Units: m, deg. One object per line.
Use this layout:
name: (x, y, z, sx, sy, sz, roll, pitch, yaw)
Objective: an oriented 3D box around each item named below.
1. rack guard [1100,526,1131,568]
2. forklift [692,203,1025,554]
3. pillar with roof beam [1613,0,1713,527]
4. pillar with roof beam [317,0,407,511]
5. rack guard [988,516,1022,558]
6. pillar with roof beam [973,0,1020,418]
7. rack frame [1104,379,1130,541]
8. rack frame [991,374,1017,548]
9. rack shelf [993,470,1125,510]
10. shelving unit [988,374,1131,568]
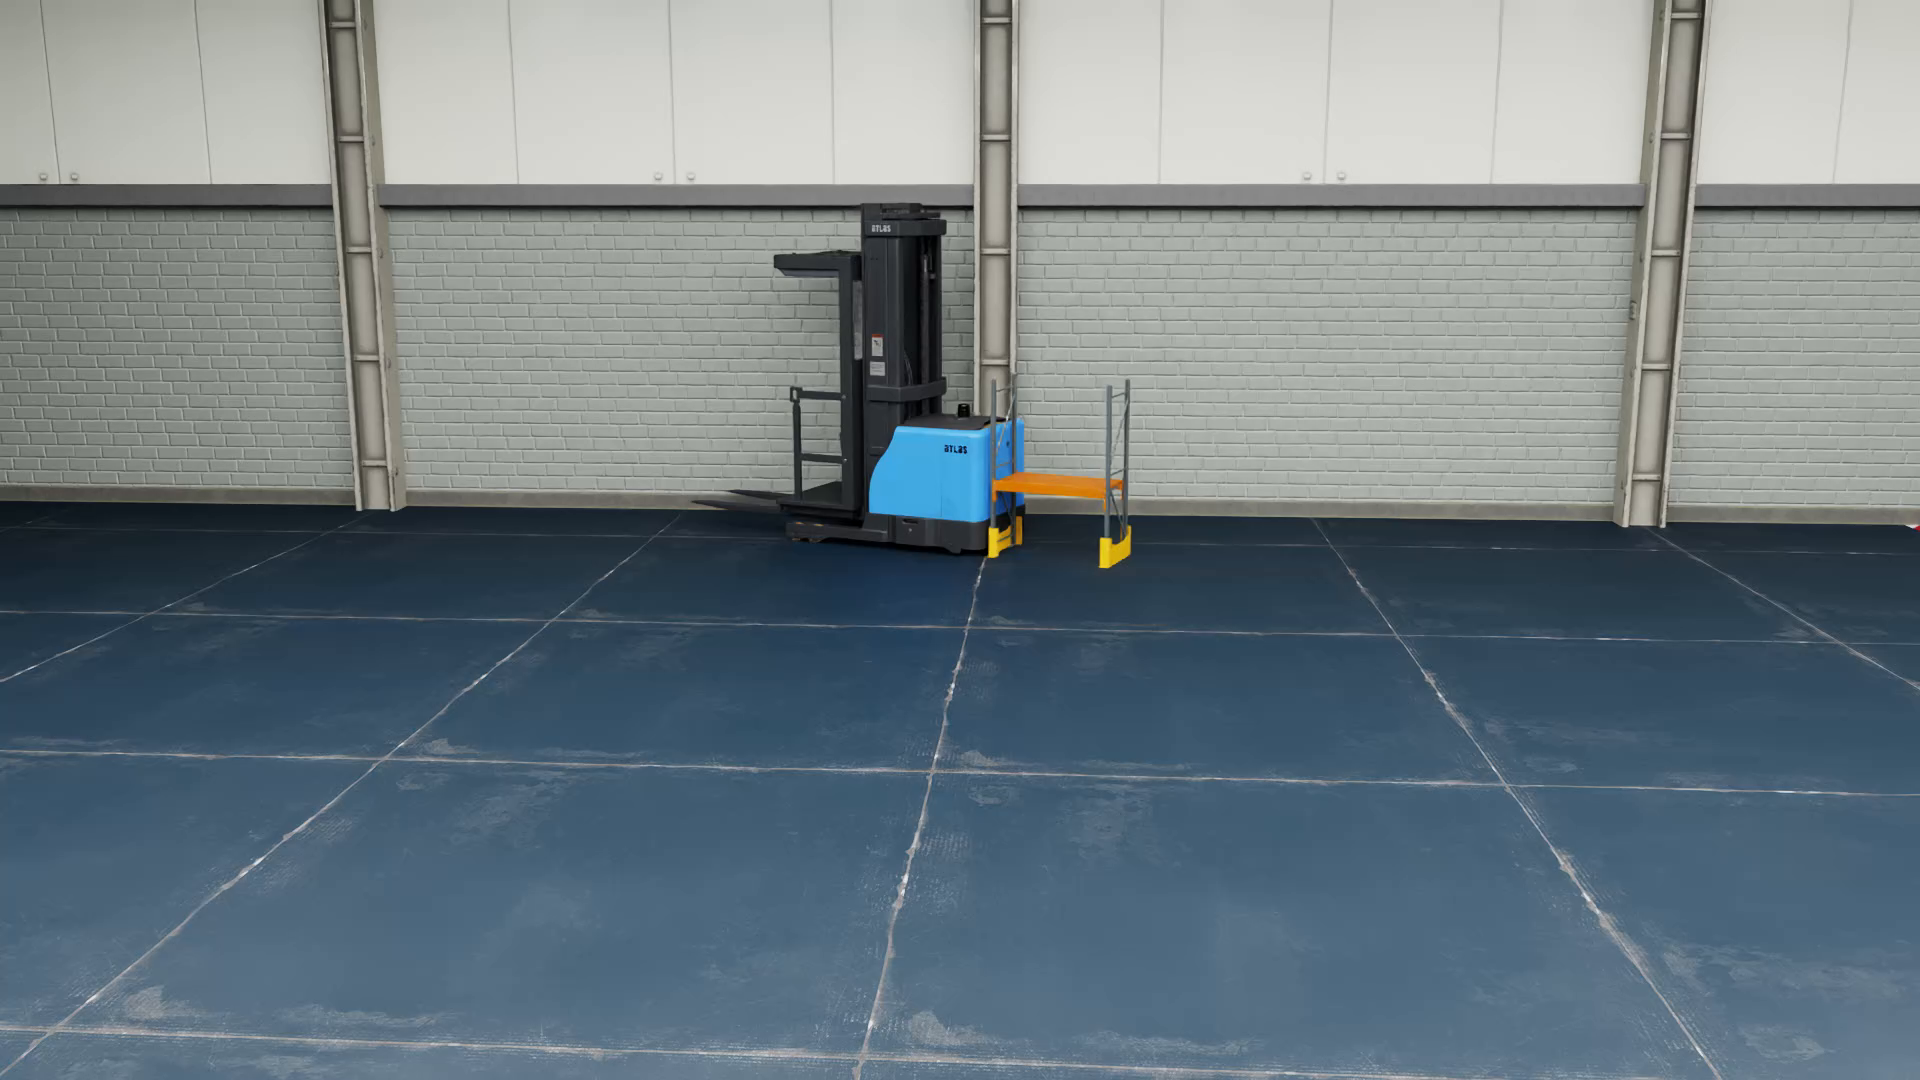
rack guard: (1.300, 0.055, 13.896, 0.087, 0.250, 0.587, 5, 13, 24)
forklift: (-0.976, -1.501, 14.786, 3.031, 2.935, 1.130, 6, 13, 25)
pillar with roof beam: (6.031, -3.675, 10.357, 0.400, 9.000, 9.100, 1, 12, 4)
pillar with roof beam: (-5.942, -3.839, 11.142, 0.400, 9.000, 9.100, 1, 12, 4)
rack guard: (0.391, -0.029, 14.296, 0.087, 0.250, 0.587, 5, 13, 24)
pillar with roof beam: (0.044, -3.757, 10.749, 0.400, 9.000, 9.100, 1, 12, 4)
rack frame: (1.301, -0.557, 13.768, 0.032, 1.500, 0.500, 5, 13, 24)
rack frame: (0.374, -0.642, 14.176, 0.032, 1.500, 0.500, 5, 13, 24)
rack shelf: (0.837, -0.424, 14.008, 1.000, 0.185, 0.538, 5, 13, 24)
shelving unit: (0.845, -0.599, 13.968, 1.083, 1.500, 0.587, 5, 13, 24)
